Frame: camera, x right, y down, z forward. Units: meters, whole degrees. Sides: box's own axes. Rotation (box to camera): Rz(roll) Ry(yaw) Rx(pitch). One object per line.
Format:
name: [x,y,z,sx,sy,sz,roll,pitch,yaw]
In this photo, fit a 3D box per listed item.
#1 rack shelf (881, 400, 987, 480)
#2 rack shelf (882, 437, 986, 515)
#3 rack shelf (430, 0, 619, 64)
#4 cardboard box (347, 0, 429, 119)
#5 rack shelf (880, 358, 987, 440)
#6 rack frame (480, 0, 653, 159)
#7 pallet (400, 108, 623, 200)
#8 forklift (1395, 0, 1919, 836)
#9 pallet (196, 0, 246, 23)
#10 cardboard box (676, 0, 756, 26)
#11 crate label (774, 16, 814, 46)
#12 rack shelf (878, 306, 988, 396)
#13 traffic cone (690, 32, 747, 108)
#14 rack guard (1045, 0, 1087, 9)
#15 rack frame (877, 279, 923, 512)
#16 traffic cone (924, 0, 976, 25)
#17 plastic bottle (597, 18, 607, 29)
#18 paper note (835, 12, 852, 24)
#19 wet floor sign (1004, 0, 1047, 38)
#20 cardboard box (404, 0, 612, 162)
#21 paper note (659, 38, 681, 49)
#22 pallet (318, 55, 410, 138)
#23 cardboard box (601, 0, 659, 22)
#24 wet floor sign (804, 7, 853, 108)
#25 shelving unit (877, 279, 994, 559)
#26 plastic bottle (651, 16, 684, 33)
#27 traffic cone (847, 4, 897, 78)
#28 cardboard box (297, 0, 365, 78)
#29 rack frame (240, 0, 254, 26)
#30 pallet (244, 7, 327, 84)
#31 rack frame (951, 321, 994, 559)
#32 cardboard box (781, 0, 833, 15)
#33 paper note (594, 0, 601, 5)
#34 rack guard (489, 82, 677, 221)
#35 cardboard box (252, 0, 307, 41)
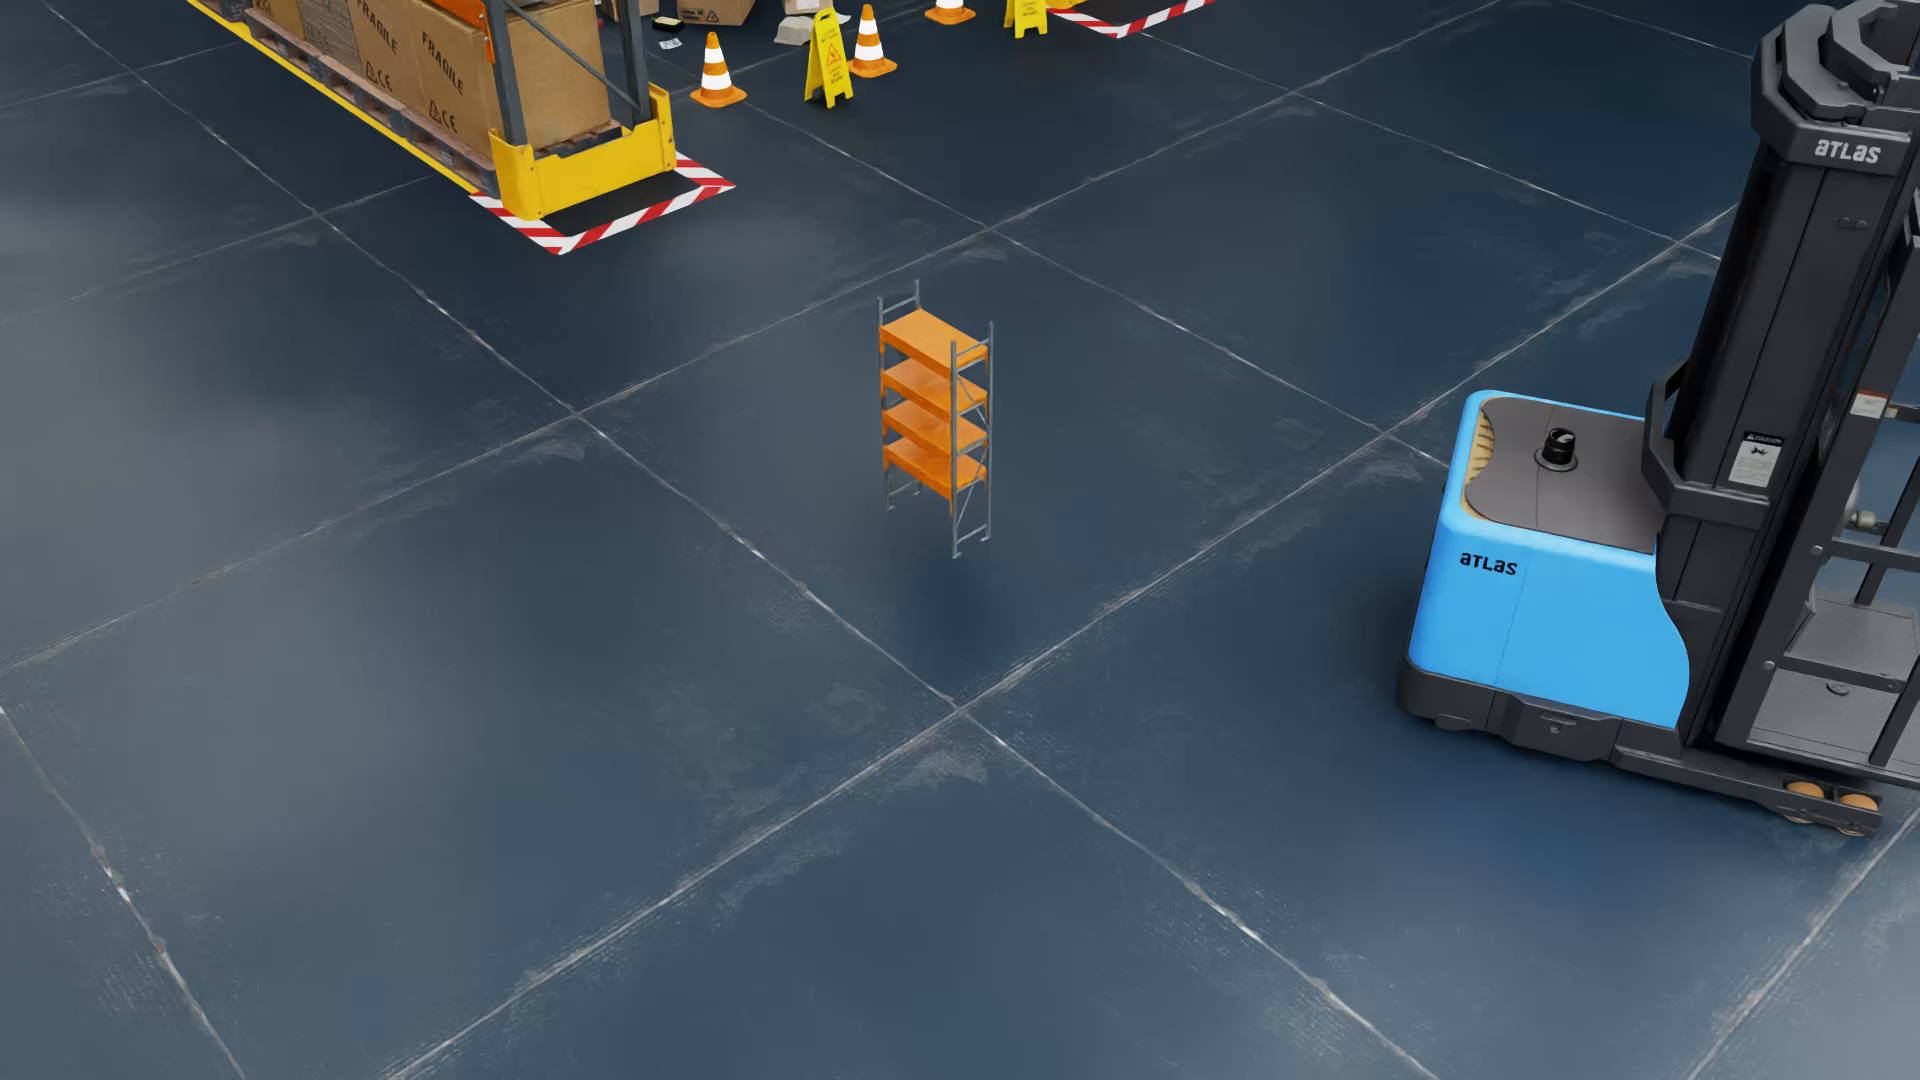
rack shelf: [-0.112,-0.491,7.718,0.258,0.148,0.480,-30,48,-32]
rack shelf: [-0.112,-0.337,7.843,0.258,0.148,0.480,-30,48,-32]
rack shelf: [-3.766,-4.135,11.263,1.077,0.370,4.000,-30,48,-32]
cardboard box: [-3.518,-3.518,11.284,0.875,0.875,0.875,-31,48,-32]
rack shelf: [-0.112,-0.665,7.577,0.258,0.148,0.480,-30,48,-32]
rack frame: [-2.414,-3.489,9.891,1.000,3.000,0.127,-30,48,-32]
pallet: [-3.012,-2.741,11.184,1.003,0.211,1.213,-30,48,-32]
forklift: [3.411,-0.359,6.070,3.031,2.935,1.130,13,41,15]
pallet: [-5.696,-4.581,13.462,1.003,0.211,1.213,-30,48,-32]
cardboard box: [-1.889,-4.406,13.012,0.637,0.503,0.797,5,39,6]
crate label: [-1.242,-3.885,12.660,0.298,0.136,0.250,11,40,13]
rack shelf: [-0.112,-0.849,7.429,0.258,0.148,0.480,-30,48,-32]
traffic cone: [-1.727,-3.352,11.740,0.336,0.463,0.334,-30,48,-32]
rack guard: [1.113,-4.702,13.382,1.175,0.500,0.348,-30,48,-32]
rack frame: [-0.277,-0.656,7.816,0.240,1.200,0.015,-30,48,-32]
traffic cone: [-0.077,-4.304,12.918,0.336,0.463,0.334,-30,48,-32]
plastic bottle: [-2.853,-3.969,12.823,0.133,0.061,0.283,18,42,21]
paper note: [-0.941,-4.076,12.981,0.142,0.019,0.148,18,42,21]
wet floor sign: [0.505,-4.181,12.621,0.267,0.644,0.232,-15,41,-17]
cardboard box: [-2.921,-3.112,10.780,0.875,0.875,0.875,-30,47,-32]
paper note: [-2.195,-3.762,12.592,0.144,0.017,0.142,-15,41,-17]
pallet: [-3.833,-3.306,11.883,1.003,0.211,1.213,-30,48,-32]
cardboard box: [-2.600,-4.264,13.026,0.396,0.266,0.258,-22,44,-25]
wet floor sign: [-0.936,-3.402,11.656,0.232,0.644,0.267,26,45,28]
shelving unit: [-0.112,-0.543,7.676,0.258,1.200,0.503,-30,48,-32]
plastic bottle: [-2.283,-3.986,12.845,0.283,0.061,0.133,18,42,21]
traffic cone: [-0.664,-3.675,12.139,0.336,0.463,0.334,-30,48,-32]
cardboard box: [-4.133,-3.941,11.807,0.875,0.875,0.875,-30,47,-31]
rack frame: [-5.119,-5.341,12.183,1.000,3.000,0.127,-30,48,-32]
pallet: [-4.662,-3.871,12.582,1.003,0.211,1.213,-30,48,-32]
rack frame: [0.053,-0.430,7.536,0.240,1.200,0.015,-30,48,-32]
cardboard box: [-1.210,-4.279,13.137,0.380,0.149,0.250,-8,40,-10]
paper note: [-2.853,-4.332,13.303,0.172,0.023,0.155,-15,41,-17]
rack guard: [-2.397,-2.506,10.663,1.175,0.500,0.348,-30,48,-32]
cardboard box: [-4.745,-4.357,12.322,0.875,0.875,0.875,-29,47,-31]
